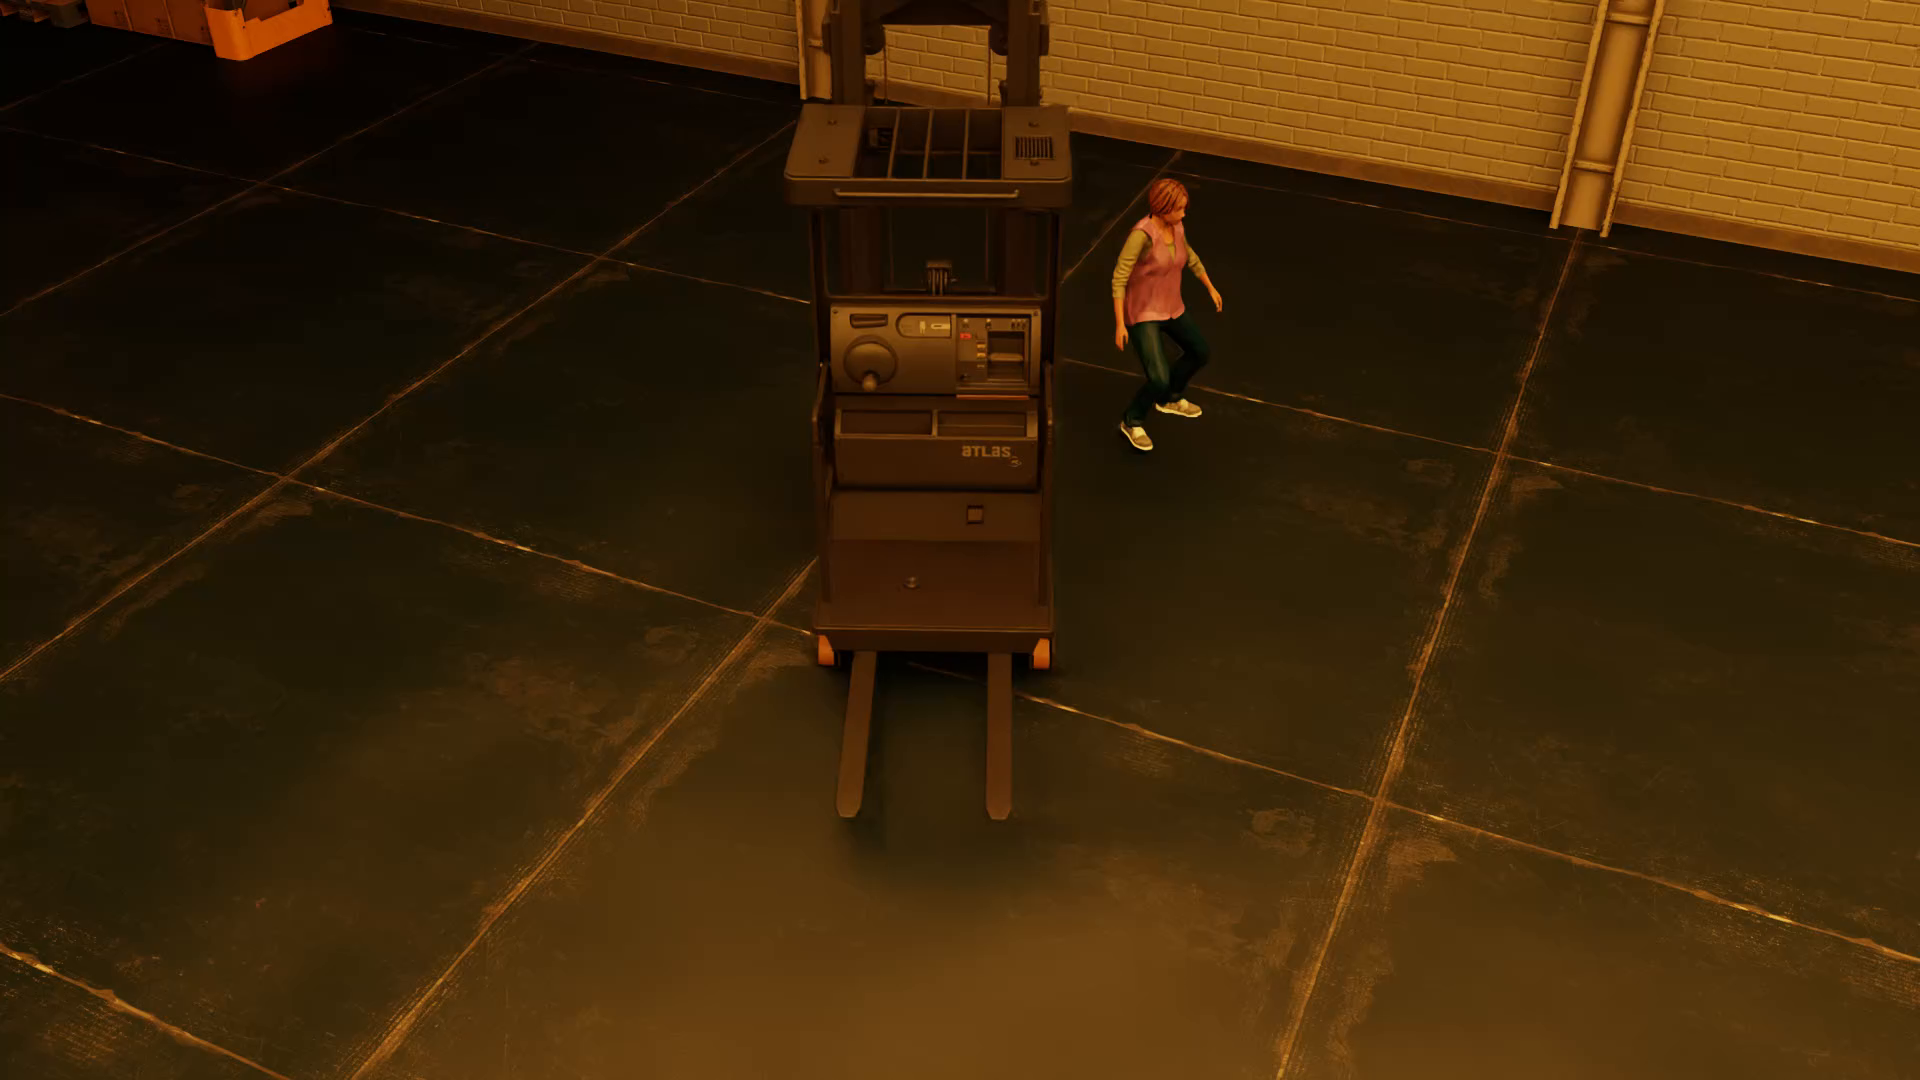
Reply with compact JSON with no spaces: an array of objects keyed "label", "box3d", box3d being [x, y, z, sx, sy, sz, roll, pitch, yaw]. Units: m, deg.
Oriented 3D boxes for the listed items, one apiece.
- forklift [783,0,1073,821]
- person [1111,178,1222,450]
[{"label":"forklift","box3d":[-0.111,-0.776,7.174,1.130,2.935,3.031,1,36,1]},{"label":"person","box3d":[1.132,-1.228,9.060,0.767,1.502,0.453,-28,44,-34]}]
